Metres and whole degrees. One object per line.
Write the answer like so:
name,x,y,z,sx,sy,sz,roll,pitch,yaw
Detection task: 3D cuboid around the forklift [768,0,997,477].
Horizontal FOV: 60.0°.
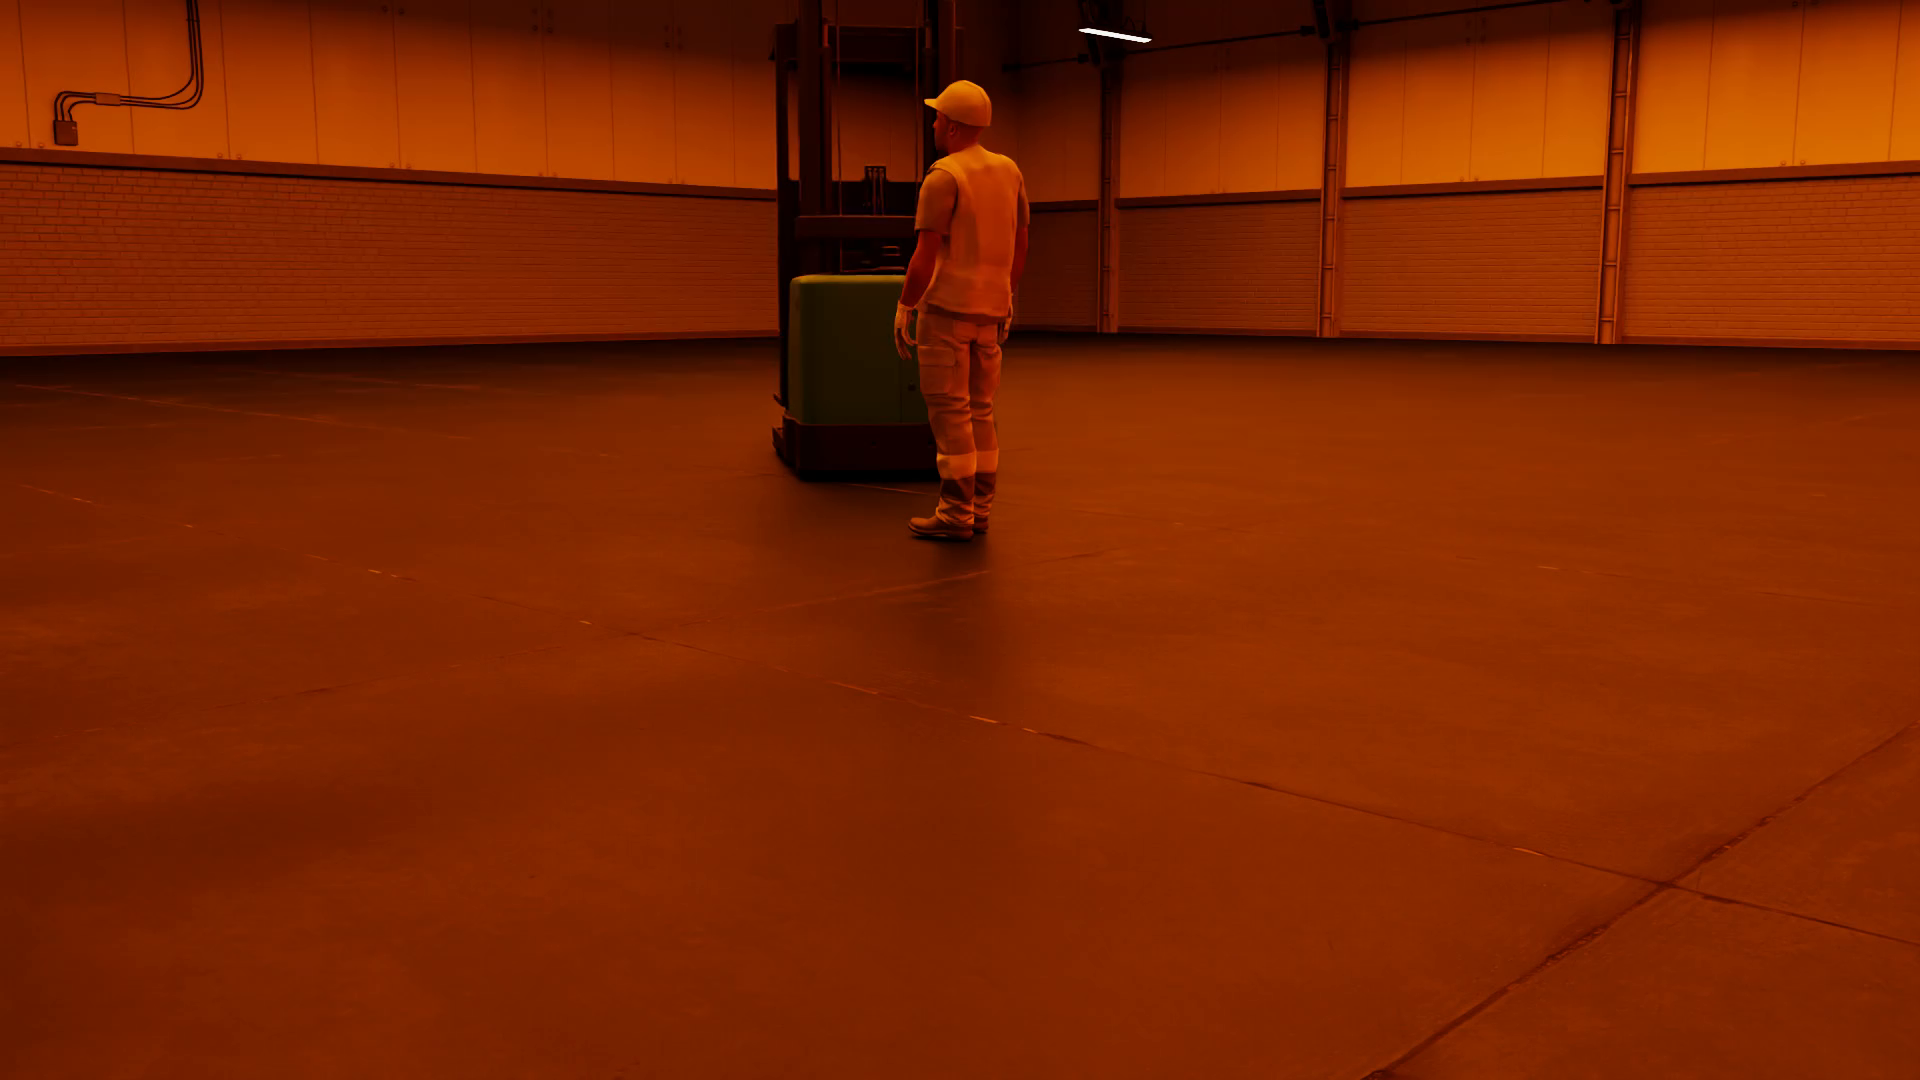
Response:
forklift,-0.561,-1.968,9.941,1.130,2.935,3.031,-1,9,-10

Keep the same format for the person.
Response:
person,-0.049,-0.901,6.646,0.564,1.787,0.638,8,12,43
